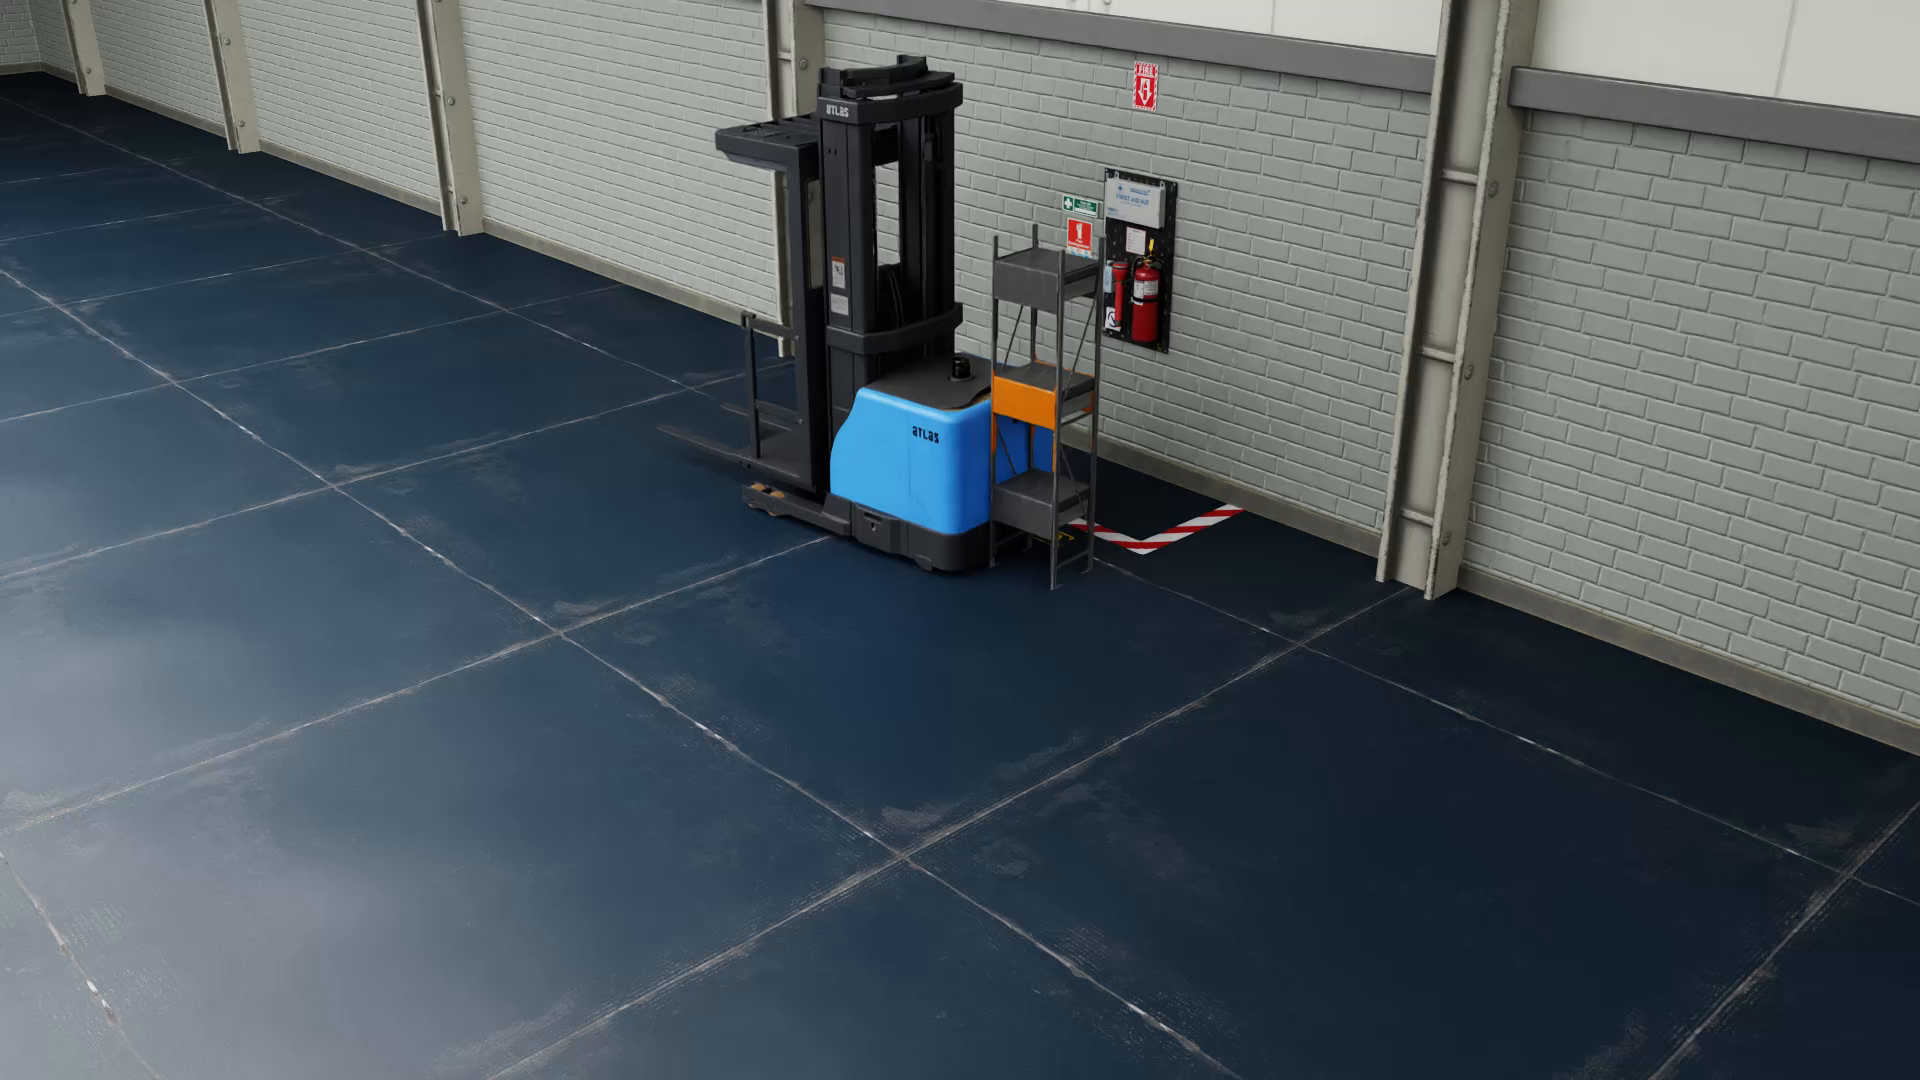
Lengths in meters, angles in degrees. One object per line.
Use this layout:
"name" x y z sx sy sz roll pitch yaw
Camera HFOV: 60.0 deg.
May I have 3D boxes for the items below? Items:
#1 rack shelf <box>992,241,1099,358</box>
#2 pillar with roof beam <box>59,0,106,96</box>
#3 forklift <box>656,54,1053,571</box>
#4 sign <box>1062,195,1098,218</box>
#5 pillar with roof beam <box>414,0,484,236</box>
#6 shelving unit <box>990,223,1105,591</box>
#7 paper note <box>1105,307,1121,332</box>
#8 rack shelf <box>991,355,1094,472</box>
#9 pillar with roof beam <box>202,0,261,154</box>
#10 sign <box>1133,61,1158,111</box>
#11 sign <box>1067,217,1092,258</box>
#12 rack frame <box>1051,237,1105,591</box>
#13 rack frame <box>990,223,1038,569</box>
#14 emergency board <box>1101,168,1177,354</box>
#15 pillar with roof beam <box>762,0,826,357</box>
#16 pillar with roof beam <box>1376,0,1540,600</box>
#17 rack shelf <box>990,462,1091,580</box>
"rack shelf" 0.505 -1.399 9.633 0.480 0.518 0.431 20 31 37
"pillar with roof beam" -16.748 -9.885 21.575 9.100 9.000 0.400 -21 32 -38
"forklift" -0.834 -1.636 10.804 3.031 2.935 1.130 20 31 37
"sign" 0.831 -2.315 11.529 0.001 0.109 0.331 -21 32 -38
"pillar with roof beam" -8.546 -6.249 13.606 9.100 9.000 0.400 -21 32 -38
"shelving unit" 0.505 -0.775 9.918 0.503 2.100 0.431 20 31 37
"paper note" 1.066 -1.537 11.567 0.016 0.148 0.142 -21 32 -38
"rack shelf" 0.505 -0.762 9.924 0.480 0.518 0.431 20 31 37
"pillar with roof beam" -12.647 -8.067 17.590 9.100 9.000 0.400 -21 32 -38
"sign" 1.204 -2.950 10.810 0.001 0.298 0.199 -21 32 -38
"sign" 0.834 -2.078 11.647 0.001 0.329 0.234 -21 32 -38
"rack frame" 0.689 -0.708 9.772 0.015 2.100 0.400 20 31 37
"rack frame" 0.321 -0.841 10.064 0.015 2.100 0.400 20 31 37
"emergency board" 1.137 -1.865 11.224 0.194 1.169 0.643 -21 32 -38
"pillar with roof beam" -4.445 -4.431 9.621 9.100 9.000 0.400 -21 32 -38
"pillar with roof beam" -0.344 -2.613 5.636 9.100 9.000 0.400 -21 32 -38
"rack shelf" 0.505 -0.125 10.214 0.480 0.518 0.431 20 31 37
